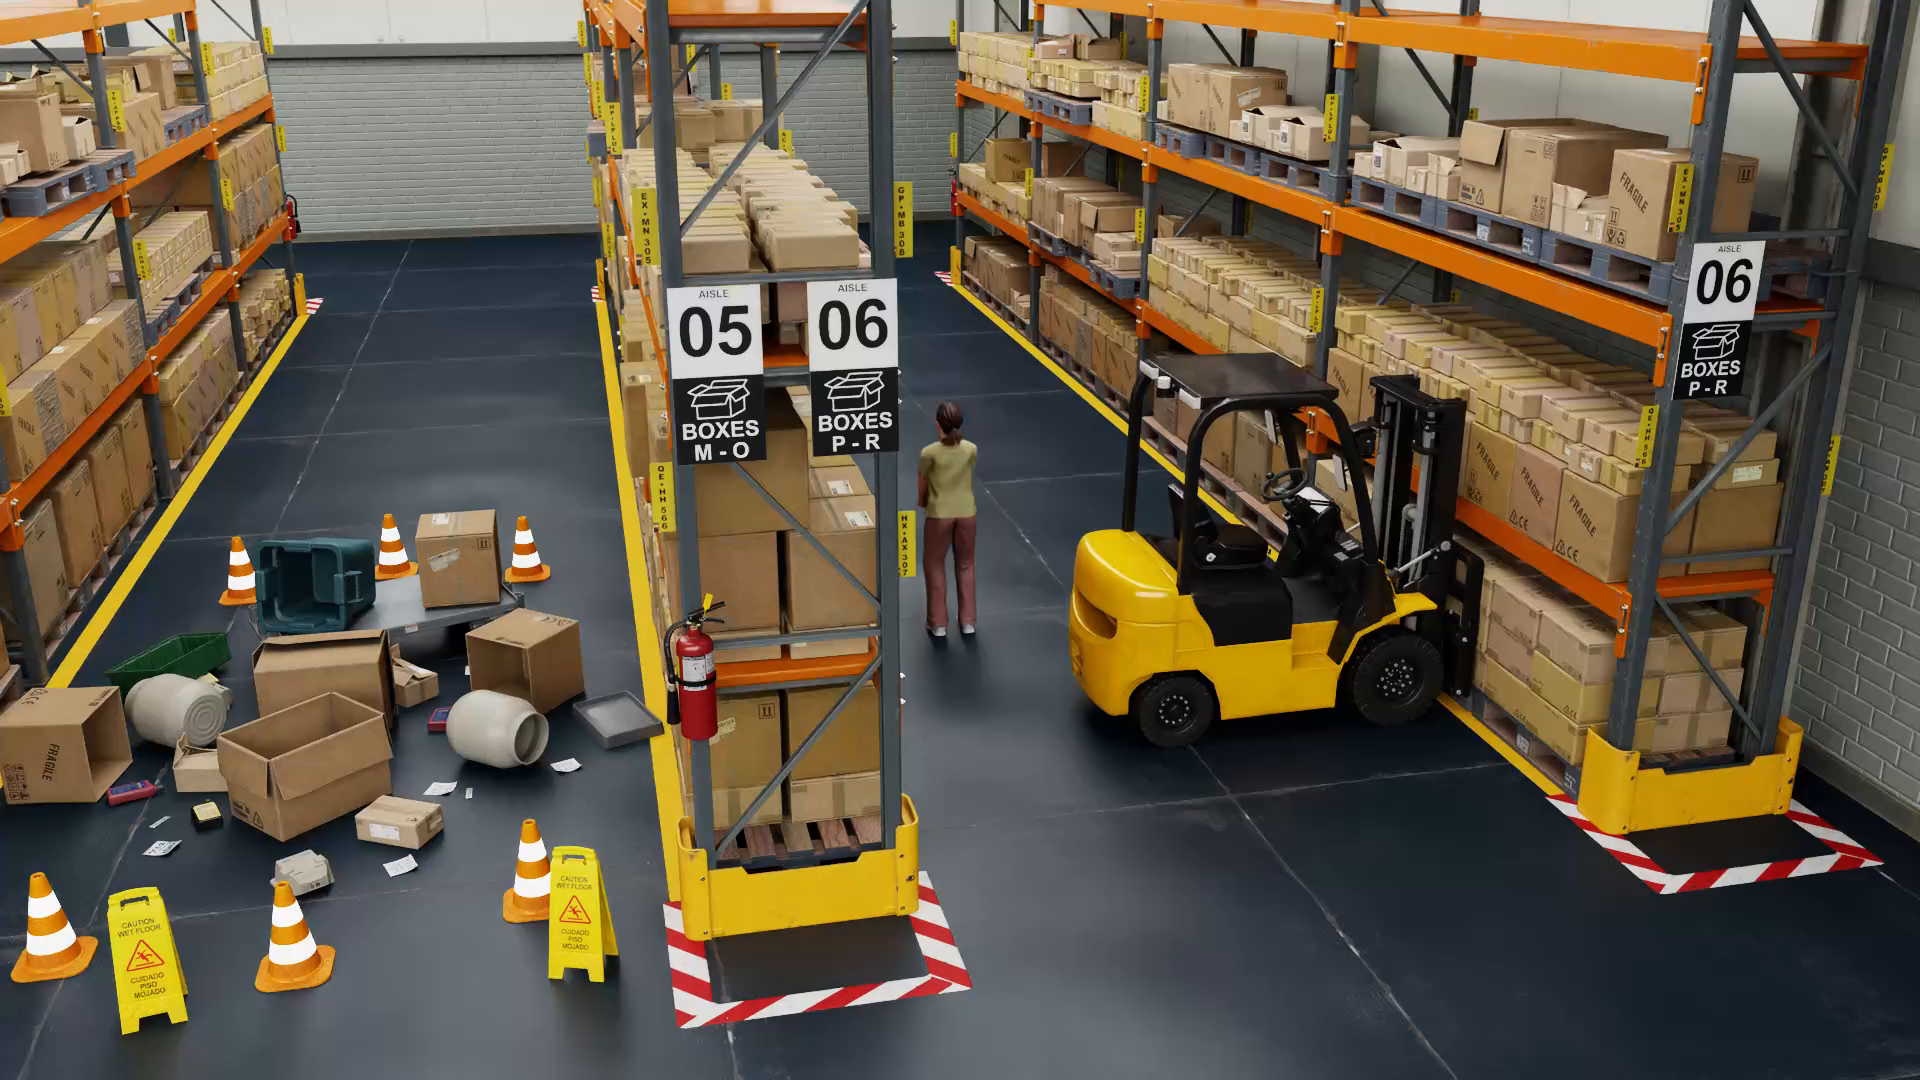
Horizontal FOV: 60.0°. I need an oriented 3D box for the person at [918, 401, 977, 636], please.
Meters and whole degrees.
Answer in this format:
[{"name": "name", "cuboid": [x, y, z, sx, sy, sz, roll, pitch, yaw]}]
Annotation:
[{"name": "person", "cuboid": [-0.098, -0.172, 11.572, 0.406, 1.668, 0.517, -6, 20, -15]}]
